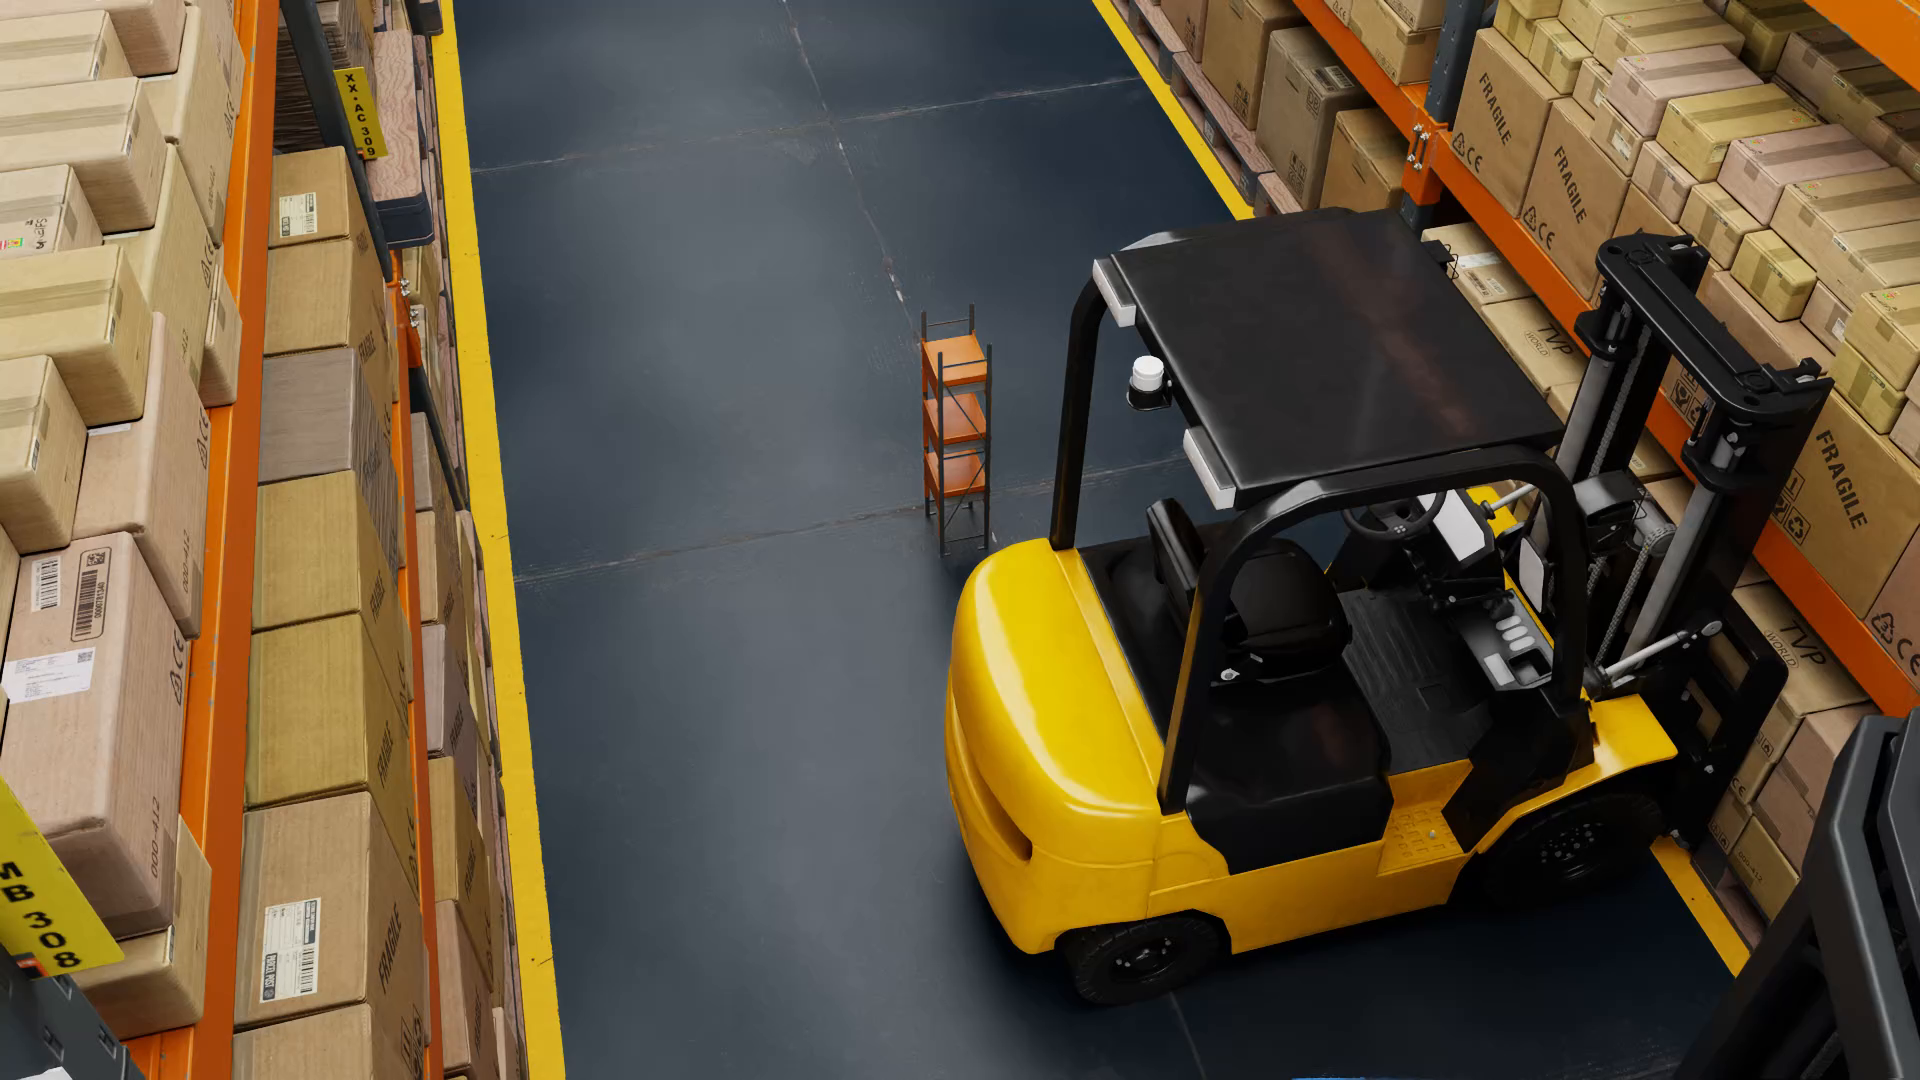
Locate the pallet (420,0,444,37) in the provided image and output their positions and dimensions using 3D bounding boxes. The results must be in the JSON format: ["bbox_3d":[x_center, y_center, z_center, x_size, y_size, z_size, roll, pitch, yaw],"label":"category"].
[{"bbox_3d":[-3.621,-3.318,9.854,1.003,0.211,1.213,-11,47,-10],"label":"pallet"}]

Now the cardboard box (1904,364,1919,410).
[{"bbox_3d":[2.705,-0.383,4.293,0.380,0.149,0.250,-10,46,-9],"label":"cardboard box"}]

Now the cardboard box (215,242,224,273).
[{"bbox_3d":[-1.657,-0.529,3.244,0.380,0.149,0.250,-12,47,-11],"label":"cardboard box"}]

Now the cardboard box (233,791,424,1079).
[{"bbox_3d":[-1.433,0.914,3.476,0.500,0.500,0.500,-9,46,-9],"label":"cardboard box"}]

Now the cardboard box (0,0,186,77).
[{"bbox_3d":[-1.687,-0.983,3.131,0.380,0.149,0.250,-10,46,-10],"label":"cardboard box"}]

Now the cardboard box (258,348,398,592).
[{"bbox_3d":[-1.839,-0.140,4.509,0.500,0.500,0.500,-10,46,-9],"label":"cardboard box"}]

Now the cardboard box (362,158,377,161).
[{"bbox_3d":[-2.305,-1.473,5.975,0.380,0.149,0.250,-10,46,-10],"label":"cardboard box"}]

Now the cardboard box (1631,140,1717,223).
[{"bbox_3d":[2.375,-1.160,5.262,0.380,0.149,0.250,-11,47,-11],"label":"cardboard box"}]

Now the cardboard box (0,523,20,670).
[{"bbox_3d":[-1.418,0.093,2.076,0.380,0.149,0.250,-11,47,-10],"label":"cardboard box"}]

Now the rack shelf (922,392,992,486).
[{"bbox_3d":[-0.014,-0.397,6.419,0.215,0.259,0.240,-11,47,-10],"label":"rack shelf"}]

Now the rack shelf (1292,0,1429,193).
[{"bbox_3d":[1.817,-3.013,8.107,1.077,0.370,4.000,-11,47,-10],"label":"rack shelf"}]

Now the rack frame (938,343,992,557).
[{"bbox_3d":[0.017,-0.320,6.329,0.200,1.050,0.008,-11,47,-10],"label":"rack frame"}]

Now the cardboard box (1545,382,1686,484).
[{"bbox_3d":[2.409,-0.331,5.905,0.500,0.250,0.500,-9,46,-9],"label":"cardboard box"}]

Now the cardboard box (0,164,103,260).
[{"bbox_3d":[-1.571,-0.432,2.590,0.380,0.149,0.250,-11,47,-11],"label":"cardboard box"}]

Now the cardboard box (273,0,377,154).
[{"bbox_3d":[-2.311,-1.636,5.681,0.500,0.500,0.500,-10,46,-9],"label":"cardboard box"}]

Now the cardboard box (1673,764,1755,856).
[{"bbox_3d":[2.690,0.734,5.562,0.500,0.250,0.500,-10,46,-10],"label":"cardboard box"}]

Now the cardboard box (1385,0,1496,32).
[{"bbox_3d":[1.956,-2.299,6.658,0.500,0.250,0.500,-12,47,-11],"label":"cardboard box"}]

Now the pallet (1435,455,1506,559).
[{"bbox_3d":[2.492,-0.352,6.947,1.003,0.211,1.213,-11,47,-10],"label":"pallet"}]

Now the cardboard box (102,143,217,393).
[{"bbox_3d":[-1.591,-0.412,2.850,0.500,0.250,0.500,-9,46,-9],"label":"cardboard box"}]

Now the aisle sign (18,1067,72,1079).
[{"bbox_3d":[-1.129,0.864,1.983,0.394,0.787,0.004,-11,47,-10],"label":"aisle sign"}]

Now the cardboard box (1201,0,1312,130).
[{"bbox_3d":[1.799,-2.614,8.580,0.875,0.625,0.625,-12,47,-12],"label":"cardboard box"}]

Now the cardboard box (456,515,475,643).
[{"bbox_3d":[-2.057,0.200,6.085,0.500,0.250,0.500,-9,46,-9],"label":"cardboard box"}]

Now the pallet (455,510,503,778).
[{"bbox_3d":[-2.262,0.459,6.152,1.003,0.211,1.213,-11,47,-10],"label":"pallet"}]

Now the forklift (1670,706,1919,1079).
[{"bbox_3d":[2.059,1.597,3.133,3.031,2.935,1.130,6,46,6],"label":"forklift"}]

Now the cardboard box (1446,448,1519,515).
[{"bbox_3d":[2.278,-0.327,6.601,0.500,0.250,0.500,-12,47,-11],"label":"cardboard box"}]

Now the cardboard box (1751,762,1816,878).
[{"bbox_3d":[2.808,0.891,5.058,0.500,0.250,0.500,-11,47,-11],"label":"cardboard box"}]

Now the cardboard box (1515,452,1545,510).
[{"bbox_3d":[2.403,-0.157,6.085,0.500,0.250,0.500,-11,47,-11],"label":"cardboard box"}]

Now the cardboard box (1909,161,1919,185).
[{"bbox_3d":[3.034,-1.015,4.912,0.380,0.149,0.250,-9,46,-9],"label":"cardboard box"}]

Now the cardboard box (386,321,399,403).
[{"bbox_3d":[-2.021,-0.549,5.364,0.380,0.149,0.250,-10,46,-9],"label":"cardboard box"}]

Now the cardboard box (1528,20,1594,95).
[{"bbox_3d":[2.224,-1.700,5.791,0.380,0.149,0.250,-10,46,-9],"label":"cardboard box"}]

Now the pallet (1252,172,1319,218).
[{"bbox_3d":[2.103,-1.410,7.984,1.003,0.211,1.213,-11,47,-10],"label":"pallet"}]

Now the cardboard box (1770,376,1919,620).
[{"bbox_3d":[2.718,-0.163,4.740,0.500,0.500,0.500,-12,47,-11],"label":"cardboard box"}]

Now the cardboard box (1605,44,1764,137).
[{"bbox_3d":[2.319,-1.441,5.330,0.380,0.149,0.250,-10,46,-9],"label":"cardboard box"}]

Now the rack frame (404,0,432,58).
[{"bbox_3d":[-3.492,-3.736,8.311,1.000,3.000,0.127,-11,47,-10],"label":"rack frame"}]

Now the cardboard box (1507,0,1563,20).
[{"bbox_3d":[2.124,-1.976,5.854,0.380,0.149,0.250,-10,46,-10],"label":"cardboard box"}]

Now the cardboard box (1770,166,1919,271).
[{"bbox_3d":[2.611,-0.932,4.831,0.380,0.149,0.250,-11,47,-10],"label":"cardboard box"}]

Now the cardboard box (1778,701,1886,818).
[{"bbox_3d":[2.797,0.730,4.865,0.500,0.250,0.500,-10,46,-10],"label":"cardboard box"}]

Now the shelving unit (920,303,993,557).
[{"bbox_3d":[-0.014,-0.404,6.411,0.215,1.050,0.252,-11,47,-10],"label":"shelving unit"}]

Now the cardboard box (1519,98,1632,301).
[{"bbox_3d":[2.339,-1.209,5.764,0.500,0.500,0.500,-10,46,-10],"label":"cardboard box"}]

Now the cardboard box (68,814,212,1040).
[{"bbox_3d":[-1.215,0.537,2.199,0.380,0.149,0.250,-11,47,-10],"label":"cardboard box"}]

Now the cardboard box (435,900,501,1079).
[{"bbox_3d":[-1.528,1.356,4.427,0.500,0.500,0.500,-12,47,-12],"label":"cardboard box"}]

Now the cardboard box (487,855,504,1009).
[{"bbox_3d":[-1.659,1.267,5.039,0.500,0.250,0.500,-8,46,-8],"label":"cardboard box"}]

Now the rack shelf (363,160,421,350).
[{"bbox_3d":[-2.980,-2.103,7.215,1.077,0.370,4.000,-11,47,-10],"label":"rack shelf"}]

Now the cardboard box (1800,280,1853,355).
[{"bbox_3d":[2.664,-0.643,4.756,0.380,0.149,0.250,-11,47,-11],"label":"cardboard box"}]

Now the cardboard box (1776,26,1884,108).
[{"bbox_3d":[2.932,-1.563,5.449,0.380,0.149,0.250,-12,47,-11],"label":"cardboard box"}]

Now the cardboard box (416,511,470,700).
[{"bbox_3d":[-1.926,0.289,5.473,0.500,0.500,0.500,-10,46,-10],"label":"cardboard box"}]

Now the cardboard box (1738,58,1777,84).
[{"bbox_3d":[2.817,-1.621,5.714,0.380,0.149,0.250,-10,46,-9],"label":"cardboard box"}]

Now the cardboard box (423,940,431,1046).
[{"bbox_3d":[-1.420,1.050,3.797,0.380,0.149,0.250,-10,46,-10],"label":"cardboard box"}]

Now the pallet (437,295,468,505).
[{"bbox_3d":[-2.669,-0.535,7.127,1.003,0.211,1.213,-11,47,-10],"label":"pallet"}]
